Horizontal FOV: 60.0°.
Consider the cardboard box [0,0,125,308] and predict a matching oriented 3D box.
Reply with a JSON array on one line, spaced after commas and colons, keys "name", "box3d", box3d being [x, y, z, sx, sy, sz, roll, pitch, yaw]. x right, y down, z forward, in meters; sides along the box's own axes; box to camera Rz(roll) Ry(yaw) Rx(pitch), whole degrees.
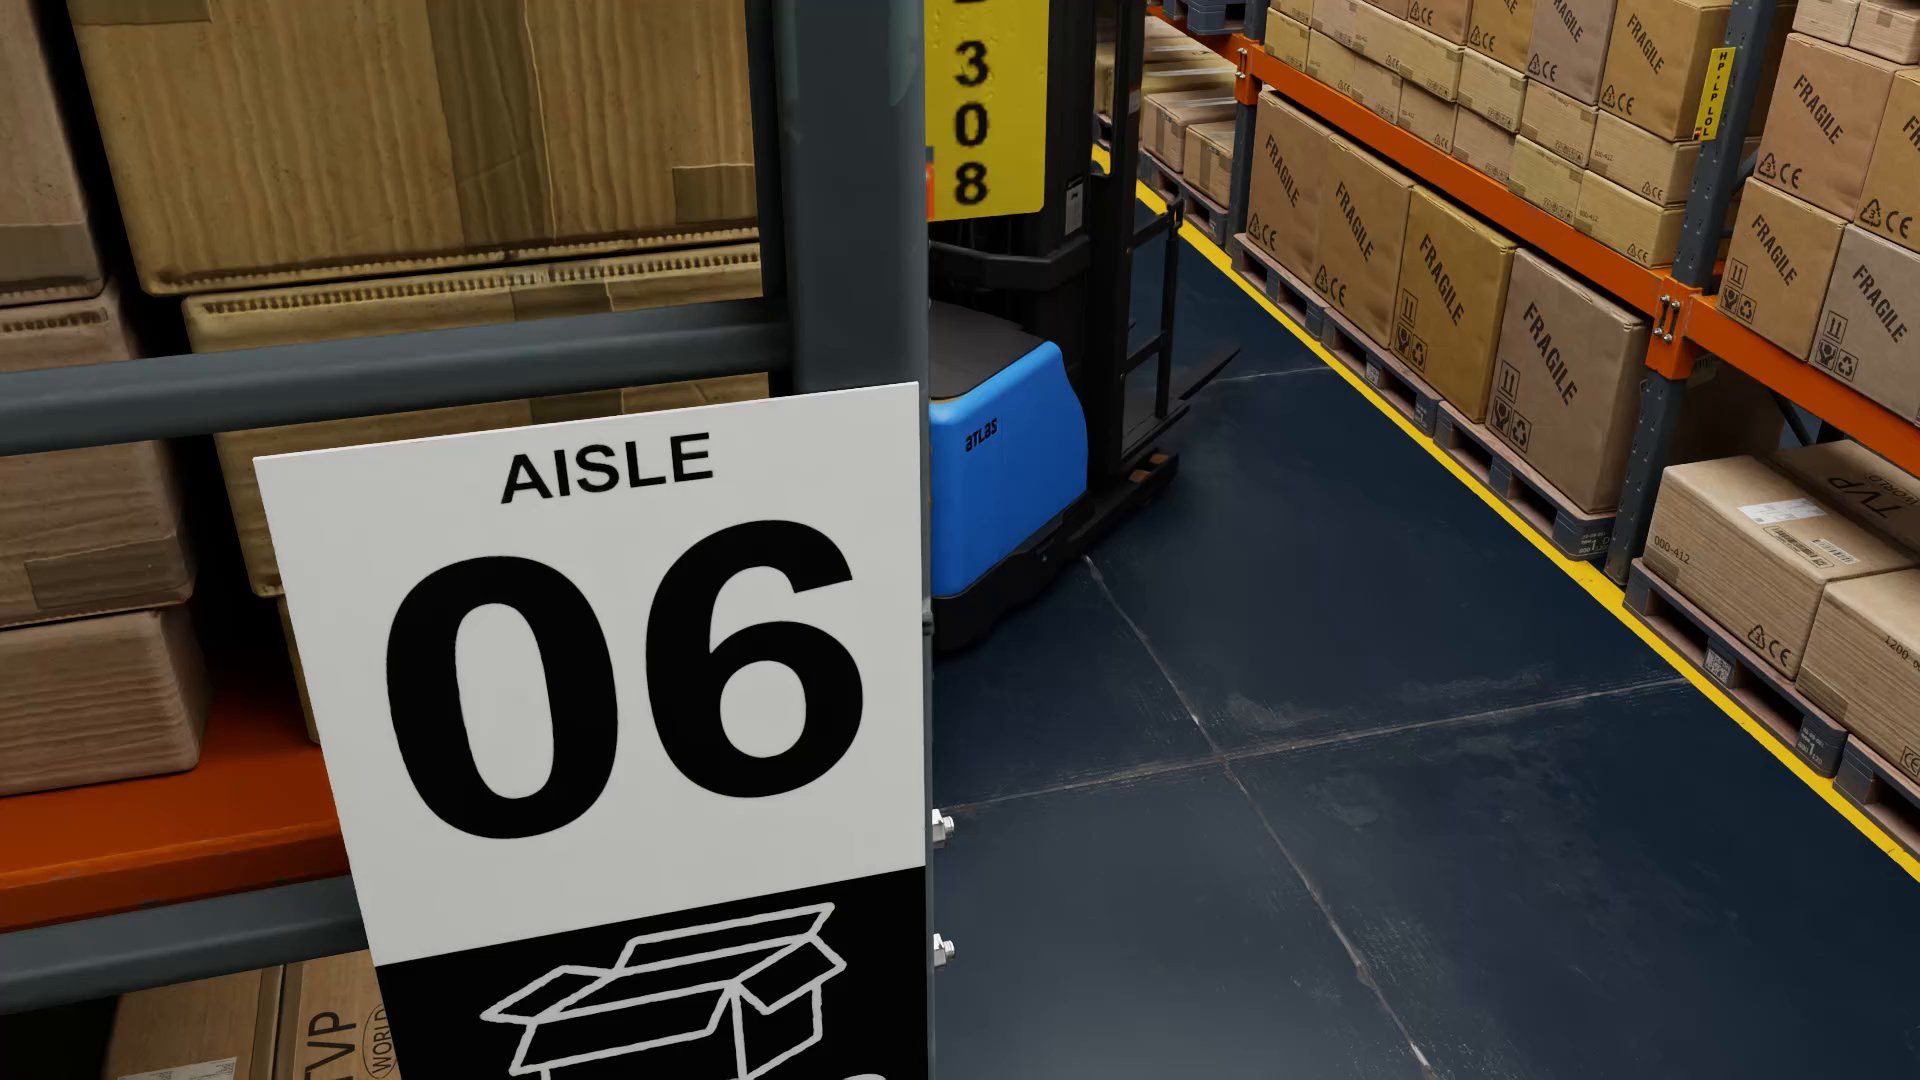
[{"name": "cardboard box", "box3d": [-0.905, -0.357, 1.231, 0.500, 0.250, 0.500, -9, 31, -15]}]

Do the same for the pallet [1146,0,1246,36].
[{"name": "pallet", "box3d": [1.852, -3.373, 10.275, 1.213, 0.211, 1.003, -8, 31, -13]}]

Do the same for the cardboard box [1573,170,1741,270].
[{"name": "cardboard box", "box3d": [2.843, -1.313, 6.673, 0.500, 0.250, 0.500, -9, 31, -14]}]

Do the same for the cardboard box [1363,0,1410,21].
[{"name": "cardboard box", "box3d": [2.302, -2.841, 8.067, 0.500, 0.500, 0.500, -7, 31, -12]}]

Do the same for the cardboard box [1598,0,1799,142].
[{"name": "cardboard box", "box3d": [2.845, -1.853, 6.359, 0.500, 0.500, 0.500, -7, 31, -12]}]

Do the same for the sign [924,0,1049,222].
[{"name": "sign", "box3d": [0.006, -0.349, 0.993, 0.100, 0.325, 0.005, -8, 31, -13]}]

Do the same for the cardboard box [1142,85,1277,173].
[{"name": "cardboard box", "box3d": [1.800, -2.800, 11.298, 0.950, 0.372, 0.625, -8, 31, -14]}]

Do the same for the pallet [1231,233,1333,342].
[{"name": "pallet", "box3d": [2.280, -1.529, 9.680, 1.003, 0.211, 1.213, -8, 31, -13]}]

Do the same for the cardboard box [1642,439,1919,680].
[{"name": "cardboard box", "box3d": [3.269, 0.050, 6.307, 0.875, 0.438, 0.875, -8, 31, -14]}]

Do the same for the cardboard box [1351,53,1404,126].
[{"name": "cardboard box", "box3d": [2.318, -2.292, 8.365, 0.500, 0.250, 0.500, -7, 31, -12]}]

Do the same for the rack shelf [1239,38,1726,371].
[{"name": "rack shelf", "box3d": [2.675, -1.849, 8.168, 1.077, 0.370, 4.000, -8, 31, -13]}]

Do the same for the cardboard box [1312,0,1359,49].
[{"name": "cardboard box", "box3d": [2.176, -2.751, 8.658, 0.500, 0.250, 0.500, -7, 31, -12]}]

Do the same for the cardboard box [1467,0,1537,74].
[{"name": "cardboard box", "box3d": [2.585, -2.349, 7.217, 0.500, 0.500, 0.500, -7, 31, -12]}]

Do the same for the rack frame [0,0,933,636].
[{"name": "rack frame", "box3d": [-0.517, -1.197, 0.335, 1.000, 3.000, 0.127, -8, 31, -13]}]

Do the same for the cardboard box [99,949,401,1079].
[{"name": "cardboard box", "box3d": [-1.031, 0.899, 2.555, 0.500, 0.250, 0.500, -8, 31, -13]}]

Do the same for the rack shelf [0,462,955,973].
[{"name": "rack shelf", "box3d": [-1.048, -0.554, 2.936, 1.077, 0.370, 4.000, -8, 31, -13]}]

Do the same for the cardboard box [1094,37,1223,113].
[{"name": "cardboard box", "box3d": [1.418, -3.503, 12.512, 0.950, 0.372, 0.625, -6, 31, -10]}]

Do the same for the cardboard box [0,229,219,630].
[{"name": "cardboard box", "box3d": [-0.898, -0.141, 1.359, 0.500, 0.250, 0.500, -8, 31, -14]}]

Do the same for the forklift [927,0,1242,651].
[{"name": "forklift", "box3d": [0.348, -1.538, 6.981, 1.130, 2.935, 3.031, 18, 35, 28]}]

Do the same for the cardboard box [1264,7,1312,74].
[{"name": "cardboard box", "box3d": [2.031, -2.792, 9.228, 0.500, 0.250, 0.500, -8, 31, -14]}]

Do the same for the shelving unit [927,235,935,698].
[{"name": "shelving unit", "box3d": [-0.329, -0.286, 5.648, 0.431, 2.100, 0.503, -3, 30, -5]}]

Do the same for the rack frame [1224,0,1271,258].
[{"name": "rack frame", "box3d": [2.144, -3.126, 9.657, 1.000, 3.000, 0.127, -8, 31, -13]}]

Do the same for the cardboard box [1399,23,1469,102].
[{"name": "cardboard box", "box3d": [2.419, -2.261, 7.813, 0.500, 0.250, 0.500, -7, 31, -12]}]

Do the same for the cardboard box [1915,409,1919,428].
[{"name": "cardboard box", "box3d": [3.333, -0.492, 5.005, 0.500, 0.500, 0.500, -8, 31, -13]}]

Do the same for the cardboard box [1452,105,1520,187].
[{"name": "cardboard box", "box3d": [2.594, -1.805, 7.524, 0.500, 0.250, 0.500, -9, 31, -15]}]

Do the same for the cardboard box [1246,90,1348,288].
[{"name": "cardboard box", "box3d": [2.247, -2.044, 9.489, 0.875, 0.875, 0.875, -8, 31, -14]}]

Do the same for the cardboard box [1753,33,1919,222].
[{"name": "cardboard box", "box3d": [3.098, -1.408, 5.591, 0.500, 0.500, 0.500, -8, 31, -13]}]

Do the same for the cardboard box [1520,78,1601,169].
[{"name": "cardboard box", "box3d": [2.714, -1.767, 6.959, 0.500, 0.250, 0.500, -7, 31, -12]}]

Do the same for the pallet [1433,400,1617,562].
[{"name": "pallet", "box3d": [2.928, -0.350, 7.644, 1.003, 0.211, 1.213, -8, 31, -13]}]

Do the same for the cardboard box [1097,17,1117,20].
[{"name": "cardboard box", "box3d": [1.186, -4.371, 14.133, 0.500, 0.250, 0.500, -9, 31, -16]}]

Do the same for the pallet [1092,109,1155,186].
[{"name": "pallet", "box3d": [1.618, -2.885, 12.024, 1.003, 0.211, 1.213, -8, 31, -13]}]

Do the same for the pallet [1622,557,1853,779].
[{"name": "pallet", "box3d": [3.332, 0.390, 6.365, 1.003, 0.211, 1.213, -8, 31, -13]}]

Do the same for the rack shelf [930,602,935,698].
[{"name": "rack shelf", "box3d": [-0.329, 0.332, 6.005, 0.431, 0.518, 0.480, -3, 30, -5]}]

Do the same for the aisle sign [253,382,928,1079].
[{"name": "aisle sign", "box3d": [-0.216, 0.268, 1.198, 0.394, 0.787, 0.004, -8, 31, -13]}]

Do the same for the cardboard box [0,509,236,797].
[{"name": "cardboard box", "box3d": [-0.825, 0.086, 1.364, 0.380, 0.149, 0.250, -7, 31, -12]}]

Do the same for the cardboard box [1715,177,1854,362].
[{"name": "cardboard box", "box3d": [3.078, -0.976, 5.843, 0.500, 0.500, 0.500, -7, 31, -12]}]

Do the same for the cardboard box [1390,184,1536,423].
[{"name": "cardboard box", "box3d": [2.717, -1.181, 7.997, 0.875, 0.875, 0.875, -7, 31, -12]}]

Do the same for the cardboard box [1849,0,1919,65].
[{"name": "cardboard box", "box3d": [3.123, -1.643, 5.348, 0.380, 0.149, 0.250, -7, 31, -13]}]
